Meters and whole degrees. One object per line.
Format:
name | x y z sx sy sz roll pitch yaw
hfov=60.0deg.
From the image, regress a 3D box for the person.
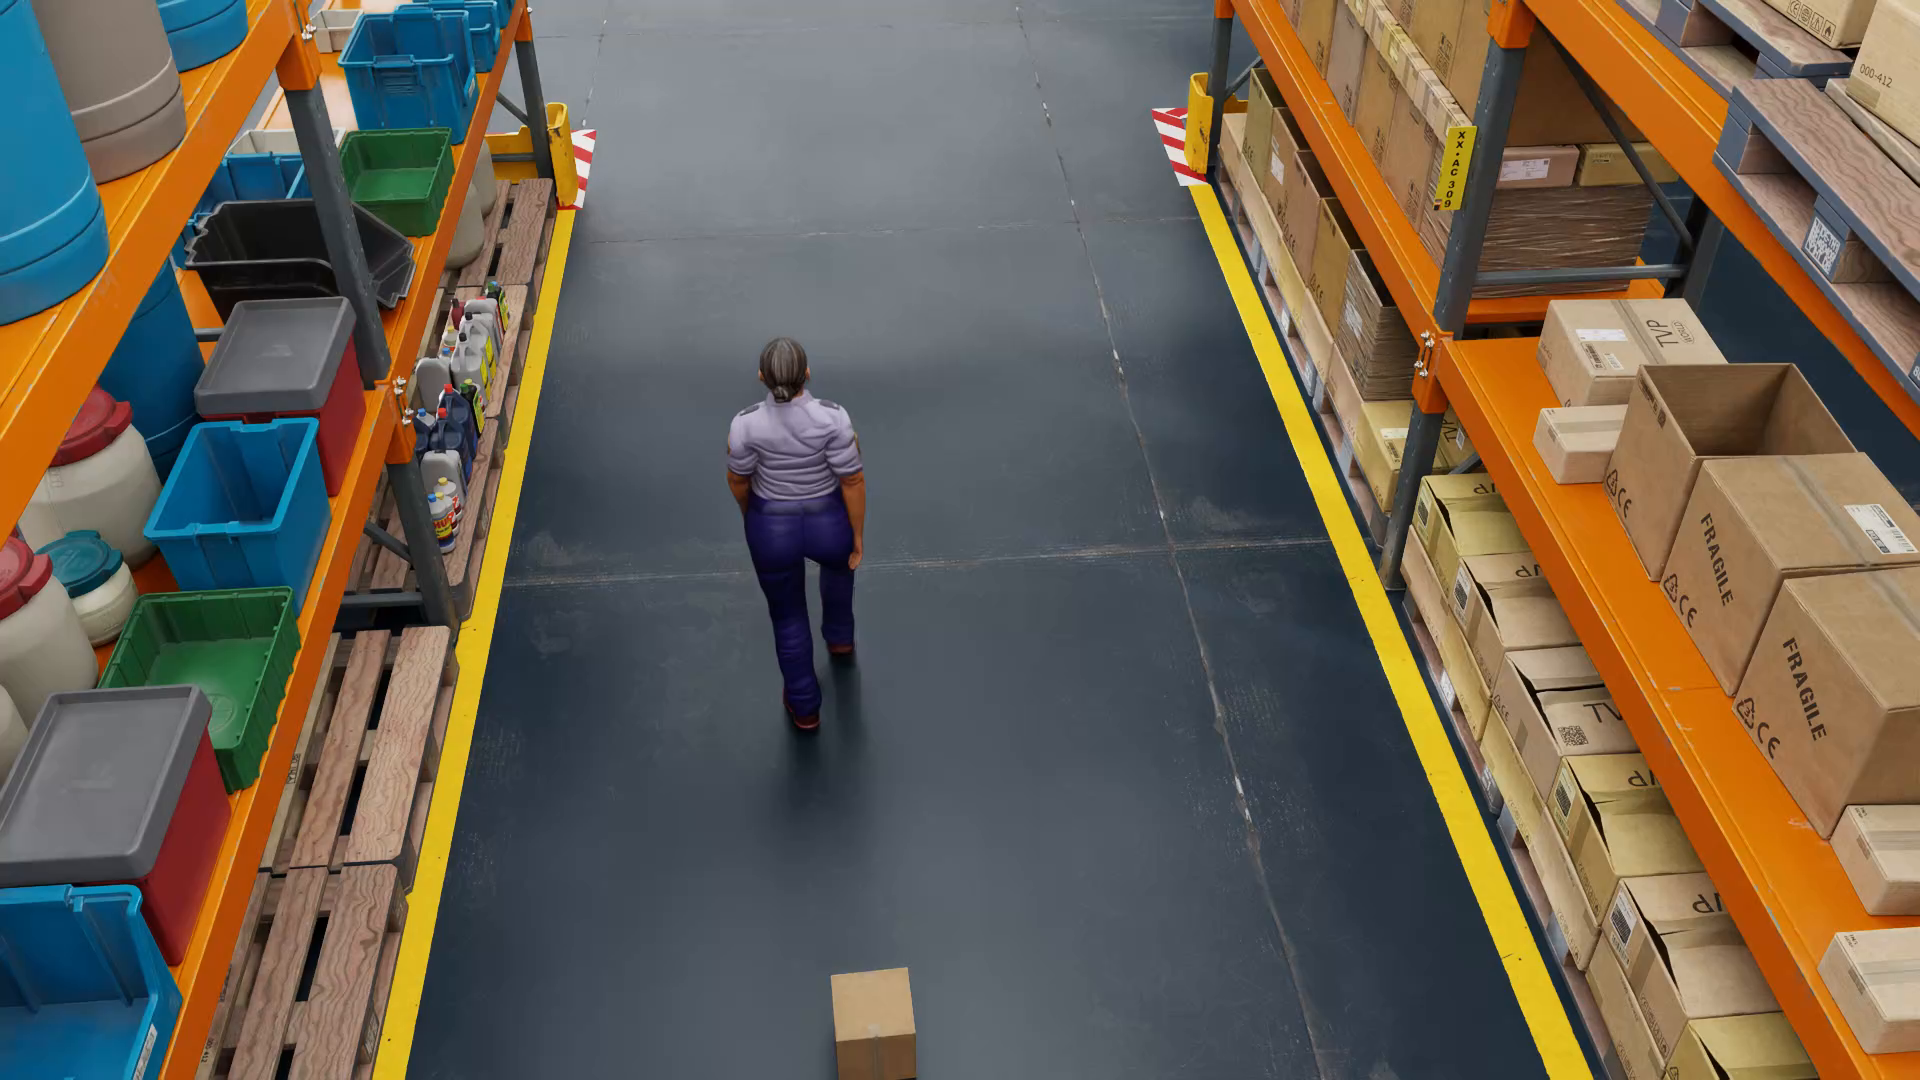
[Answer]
person | -0.605 -0.035 6.247 0.491 1.695 0.625 -7 40 -8
